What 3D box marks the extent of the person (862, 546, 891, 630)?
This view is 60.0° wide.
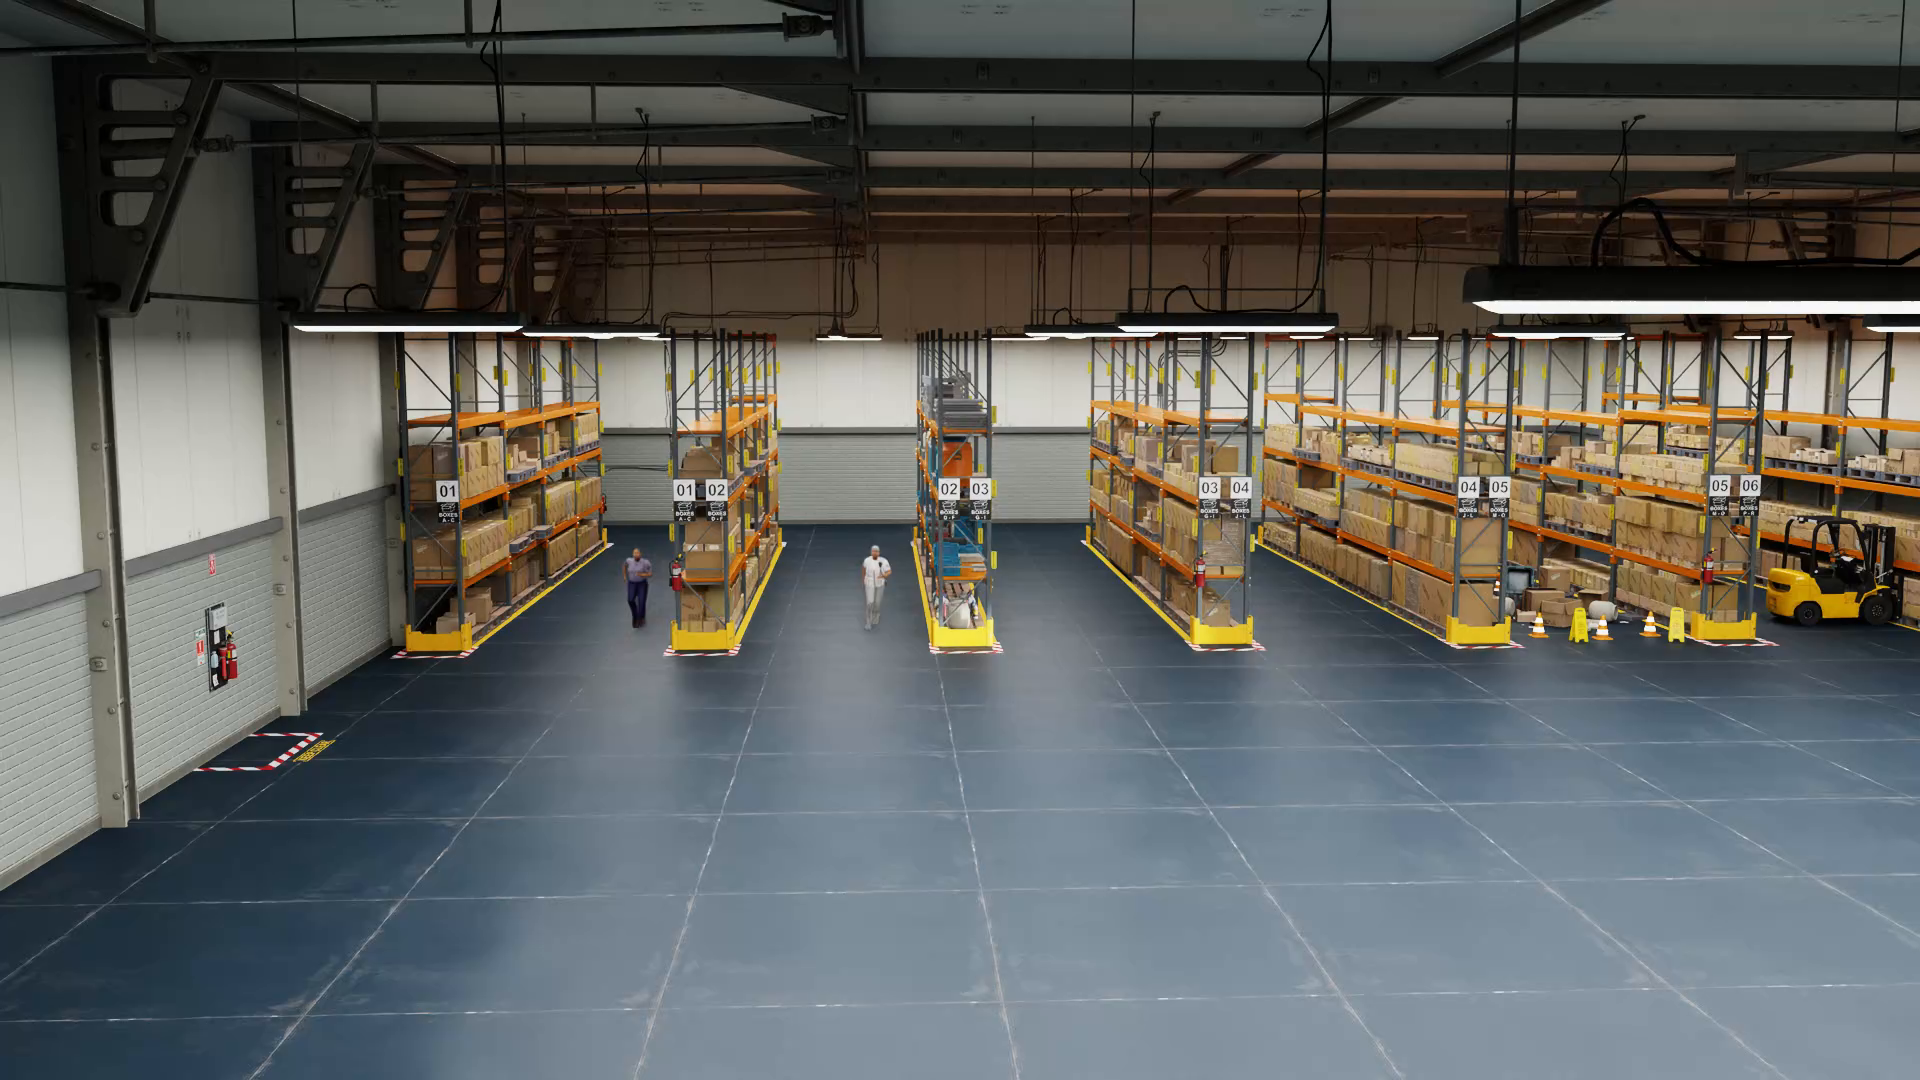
[{"bbox_3d":[-1.682,0.940,33.640,0.596,1.687,0.728,0,7,0],"label":"person"}]

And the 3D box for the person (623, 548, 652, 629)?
[{"bbox_3d":[-6.512,0.960,33.596,0.630,1.644,0.795,0,7,0],"label":"person"}]

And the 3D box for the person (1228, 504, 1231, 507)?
[{"bbox_3d":[6.983,-0.183,43.039,0.529,1.696,0.887,-1,7,-5],"label":"person"}]
